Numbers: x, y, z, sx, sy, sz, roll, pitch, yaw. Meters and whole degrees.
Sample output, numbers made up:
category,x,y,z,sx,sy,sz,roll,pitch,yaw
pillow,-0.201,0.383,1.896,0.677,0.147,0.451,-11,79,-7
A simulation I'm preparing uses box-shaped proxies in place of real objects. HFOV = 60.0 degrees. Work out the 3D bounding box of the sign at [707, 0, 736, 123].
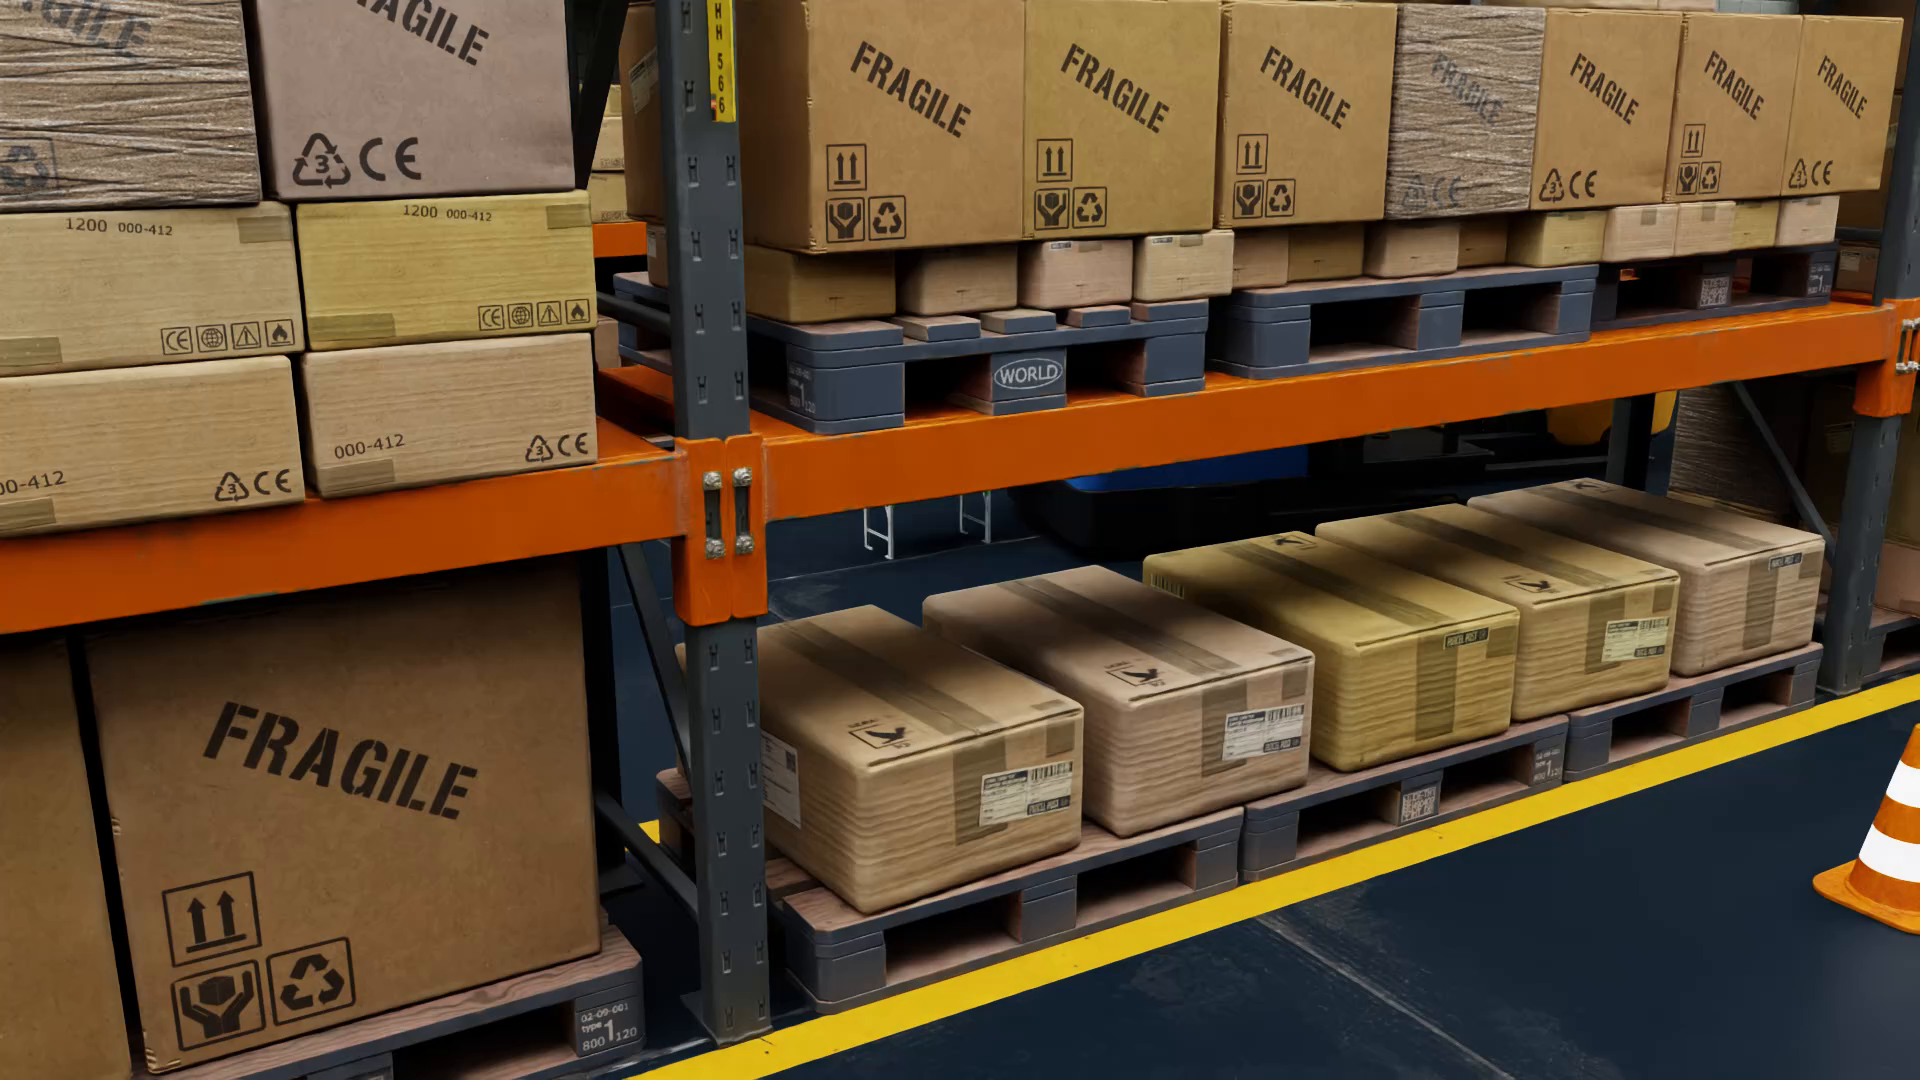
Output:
category,x,y,z,sx,sy,sz,roll,pitch,yaw
sign,-0.427,-0.913,2.963,0.005,0.325,0.100,-9,18,-30

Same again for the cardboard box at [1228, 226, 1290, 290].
category,x,y,z,sx,sy,sz,roll,pitch,yaw
cardboard box,0.589,-0.711,4.074,0.250,0.149,0.380,-8,18,-26

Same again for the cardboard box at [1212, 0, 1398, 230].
category,x,y,z,sx,sy,sz,roll,pitch,yaw
cardboard box,0.684,-1.035,4.031,0.500,0.500,0.500,-9,18,-29

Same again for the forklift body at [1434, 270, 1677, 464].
category,x,y,z,sx,sy,sz,roll,pitch,yaw
forklift body,2.896,-1.649,9.307,1.214,2.155,2.313,-9,18,-30

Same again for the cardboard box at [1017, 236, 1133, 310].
category,x,y,z,sx,sy,sz,roll,pitch,yaw
cardboard box,0.176,-0.625,3.771,0.250,0.149,0.380,-11,19,-33

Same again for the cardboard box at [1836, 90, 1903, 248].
category,x,y,z,sx,sy,sz,roll,pitch,yaw
cardboard box,3.234,-1.227,5.494,0.500,0.500,0.500,-9,18,-30

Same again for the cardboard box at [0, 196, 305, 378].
category,x,y,z,sx,sy,sz,roll,pitch,yaw
cardboard box,-1.438,-0.453,2.822,0.500,0.250,0.500,-10,18,-31

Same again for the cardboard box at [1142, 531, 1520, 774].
category,x,y,z,sx,sy,sz,roll,pitch,yaw
cardboard box,1.055,0.295,4.890,0.625,0.372,0.950,-9,18,-28

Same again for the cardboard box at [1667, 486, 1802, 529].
category,x,y,z,sx,sy,sz,roll,pitch,yaw
cardboard box,3.081,-0.062,6.389,0.500,0.250,0.500,-8,18,-27

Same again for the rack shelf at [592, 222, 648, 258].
category,x,y,z,sx,sy,sz,roll,pitch,yaw
rack shelf,-1.561,-1.563,8.760,4.000,0.370,1.077,-9,18,-30

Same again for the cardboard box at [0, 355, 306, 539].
category,x,y,z,sx,sy,sz,roll,pitch,yaw
cardboard box,-1.446,-0.206,2.865,0.500,0.250,0.500,-9,18,-29

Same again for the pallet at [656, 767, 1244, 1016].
category,x,y,z,sx,sy,sz,roll,pitch,yaw
pallet,-0.045,0.751,4.339,1.213,0.211,1.003,-9,18,-30

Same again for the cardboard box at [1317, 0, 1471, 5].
category,x,y,z,sx,sy,sz,roll,pitch,yaw
cardboard box,1.249,-1.587,4.797,0.250,0.149,0.380,-8,18,-27

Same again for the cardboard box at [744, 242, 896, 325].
category,x,y,z,sx,sy,sz,roll,pitch,yaw
cardboard box,-0.342,-0.567,3.561,0.250,0.149,0.380,-10,19,-33

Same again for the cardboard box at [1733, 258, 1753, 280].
category,x,y,z,sx,sy,sz,roll,pitch,yaw
cardboard box,2.831,-1.033,6.005,0.250,0.149,0.380,-9,18,-30

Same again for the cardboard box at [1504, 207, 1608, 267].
category,x,y,z,sx,sy,sz,roll,pitch,yaw
cardboard box,1.532,-0.847,4.560,0.250,0.149,0.380,-9,18,-30

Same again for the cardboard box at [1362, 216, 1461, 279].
category,x,y,z,sx,sy,sz,roll,pitch,yaw
cardboard box,1.069,-0.780,4.323,0.250,0.149,0.380,-9,18,-28

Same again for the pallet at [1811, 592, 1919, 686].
category,x,y,z,sx,sy,sz,roll,pitch,yaw
pallet,3.270,0.202,6.298,1.213,0.211,1.003,-9,18,-30

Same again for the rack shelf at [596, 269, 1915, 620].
category,x,y,z,sx,sy,sz,roll,pitch,yaw
rack shelf,0.998,-0.415,4.665,4.000,0.370,1.077,-9,18,-30

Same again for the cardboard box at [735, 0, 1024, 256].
category,x,y,z,sx,sy,sz,roll,pitch,yaw
cardboard box,-0.211,-0.886,3.498,0.500,0.500,0.500,-10,18,-31

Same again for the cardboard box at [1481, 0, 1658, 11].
category,x,y,z,sx,sy,sz,roll,pitch,yaw
cardboard box,1.626,-1.486,4.439,0.250,0.149,0.380,-10,19,-32

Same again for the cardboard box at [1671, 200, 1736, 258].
category,x,y,z,sx,sy,sz,roll,pitch,yaw
cardboard box,1.976,-0.908,4.780,0.250,0.149,0.380,-10,18,-31

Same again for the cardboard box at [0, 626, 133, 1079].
category,x,y,z,sx,sy,sz,roll,pitch,yaw
cardboard box,-2.118,0.537,3.093,0.875,0.875,0.875,-9,18,-29

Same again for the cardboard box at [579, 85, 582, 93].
category,x,y,z,sx,sy,sz,roll,pitch,yaw
cardboard box,-1.998,-2.128,8.056,0.250,0.149,0.380,-9,18,-29

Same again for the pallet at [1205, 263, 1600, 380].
category,x,y,z,sx,sy,sz,roll,pitch,yaw
pallet,0.960,-0.675,4.617,1.213,0.211,1.003,-9,18,-30

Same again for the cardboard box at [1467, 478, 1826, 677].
category,x,y,z,sx,sy,sz,roll,pitch,yaw
cardboard box,2.265,0.097,5.596,0.625,0.372,0.950,-9,18,-29

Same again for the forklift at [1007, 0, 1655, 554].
category,x,y,z,sx,sy,sz,roll,pitch,yaw
forklift,1.799,-1.559,7.541,3.031,2.935,1.130,-5,16,-16

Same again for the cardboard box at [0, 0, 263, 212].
category,x,y,z,sx,sy,sz,roll,pitch,yaw
cardboard box,-1.460,-0.807,2.694,0.500,0.500,0.500,-9,18,-29

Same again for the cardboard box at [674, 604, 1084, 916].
category,x,y,z,sx,sy,sz,roll,pitch,yaw
cardboard box,-0.226,0.504,4.146,0.625,0.372,0.950,-11,19,-33

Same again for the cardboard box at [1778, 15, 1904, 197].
category,x,y,z,sx,sy,sz,roll,pitch,yaw
cardboard box,2.435,-1.315,5.031,0.500,0.500,0.500,-10,18,-31

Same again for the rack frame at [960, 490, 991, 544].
category,x,y,z,sx,sy,sz,roll,pitch,yaw
rack frame,0.067,-0.589,7.287,0.015,1.200,0.240,-9,18,-30

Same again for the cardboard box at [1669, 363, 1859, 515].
category,x,y,z,sx,sy,sz,roll,pitch,yaw
cardboard box,3.082,-0.423,6.288,0.500,0.500,0.500,-9,18,-30

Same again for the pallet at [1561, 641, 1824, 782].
category,x,y,z,sx,sy,sz,roll,pitch,yaw
pallet,2.046,0.412,5.549,1.213,0.211,1.003,-9,18,-30

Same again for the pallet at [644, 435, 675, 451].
category,x,y,z,sx,sy,sz,roll,pitch,yaw
pallet,-1.505,-0.562,9.025,1.213,0.211,1.003,-9,18,-30

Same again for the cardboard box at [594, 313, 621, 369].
category,x,y,z,sx,sy,sz,roll,pitch,yaw
cardboard box,-2.178,-0.866,8.564,0.625,0.625,0.875,-9,18,-28

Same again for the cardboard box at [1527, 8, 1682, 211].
category,x,y,z,sx,sy,sz,roll,pitch,yaw
cardboard box,1.565,-1.176,4.533,0.500,0.500,0.500,-9,18,-28

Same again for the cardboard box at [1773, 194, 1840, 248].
category,x,y,z,sx,sy,sz,roll,pitch,yaw
cardboard box,2.414,-0.985,5.054,0.250,0.149,0.380,-9,18,-29

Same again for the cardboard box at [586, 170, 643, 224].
category,x,y,z,sx,sy,sz,roll,pitch,yaw
cardboard box,-1.898,-1.706,8.216,0.500,0.250,0.500,-10,18,-31

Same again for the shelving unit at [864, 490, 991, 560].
category,x,y,z,sx,sy,sz,roll,pitch,yaw
shelving unit,-0.142,-0.555,7.166,0.503,1.200,0.258,-9,18,-30

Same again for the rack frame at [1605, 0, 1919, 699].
category,x,y,z,sx,sy,sz,roll,pitch,yaw
rack frame,2.713,-1.039,5.560,0.127,3.000,1.000,-9,18,-30
